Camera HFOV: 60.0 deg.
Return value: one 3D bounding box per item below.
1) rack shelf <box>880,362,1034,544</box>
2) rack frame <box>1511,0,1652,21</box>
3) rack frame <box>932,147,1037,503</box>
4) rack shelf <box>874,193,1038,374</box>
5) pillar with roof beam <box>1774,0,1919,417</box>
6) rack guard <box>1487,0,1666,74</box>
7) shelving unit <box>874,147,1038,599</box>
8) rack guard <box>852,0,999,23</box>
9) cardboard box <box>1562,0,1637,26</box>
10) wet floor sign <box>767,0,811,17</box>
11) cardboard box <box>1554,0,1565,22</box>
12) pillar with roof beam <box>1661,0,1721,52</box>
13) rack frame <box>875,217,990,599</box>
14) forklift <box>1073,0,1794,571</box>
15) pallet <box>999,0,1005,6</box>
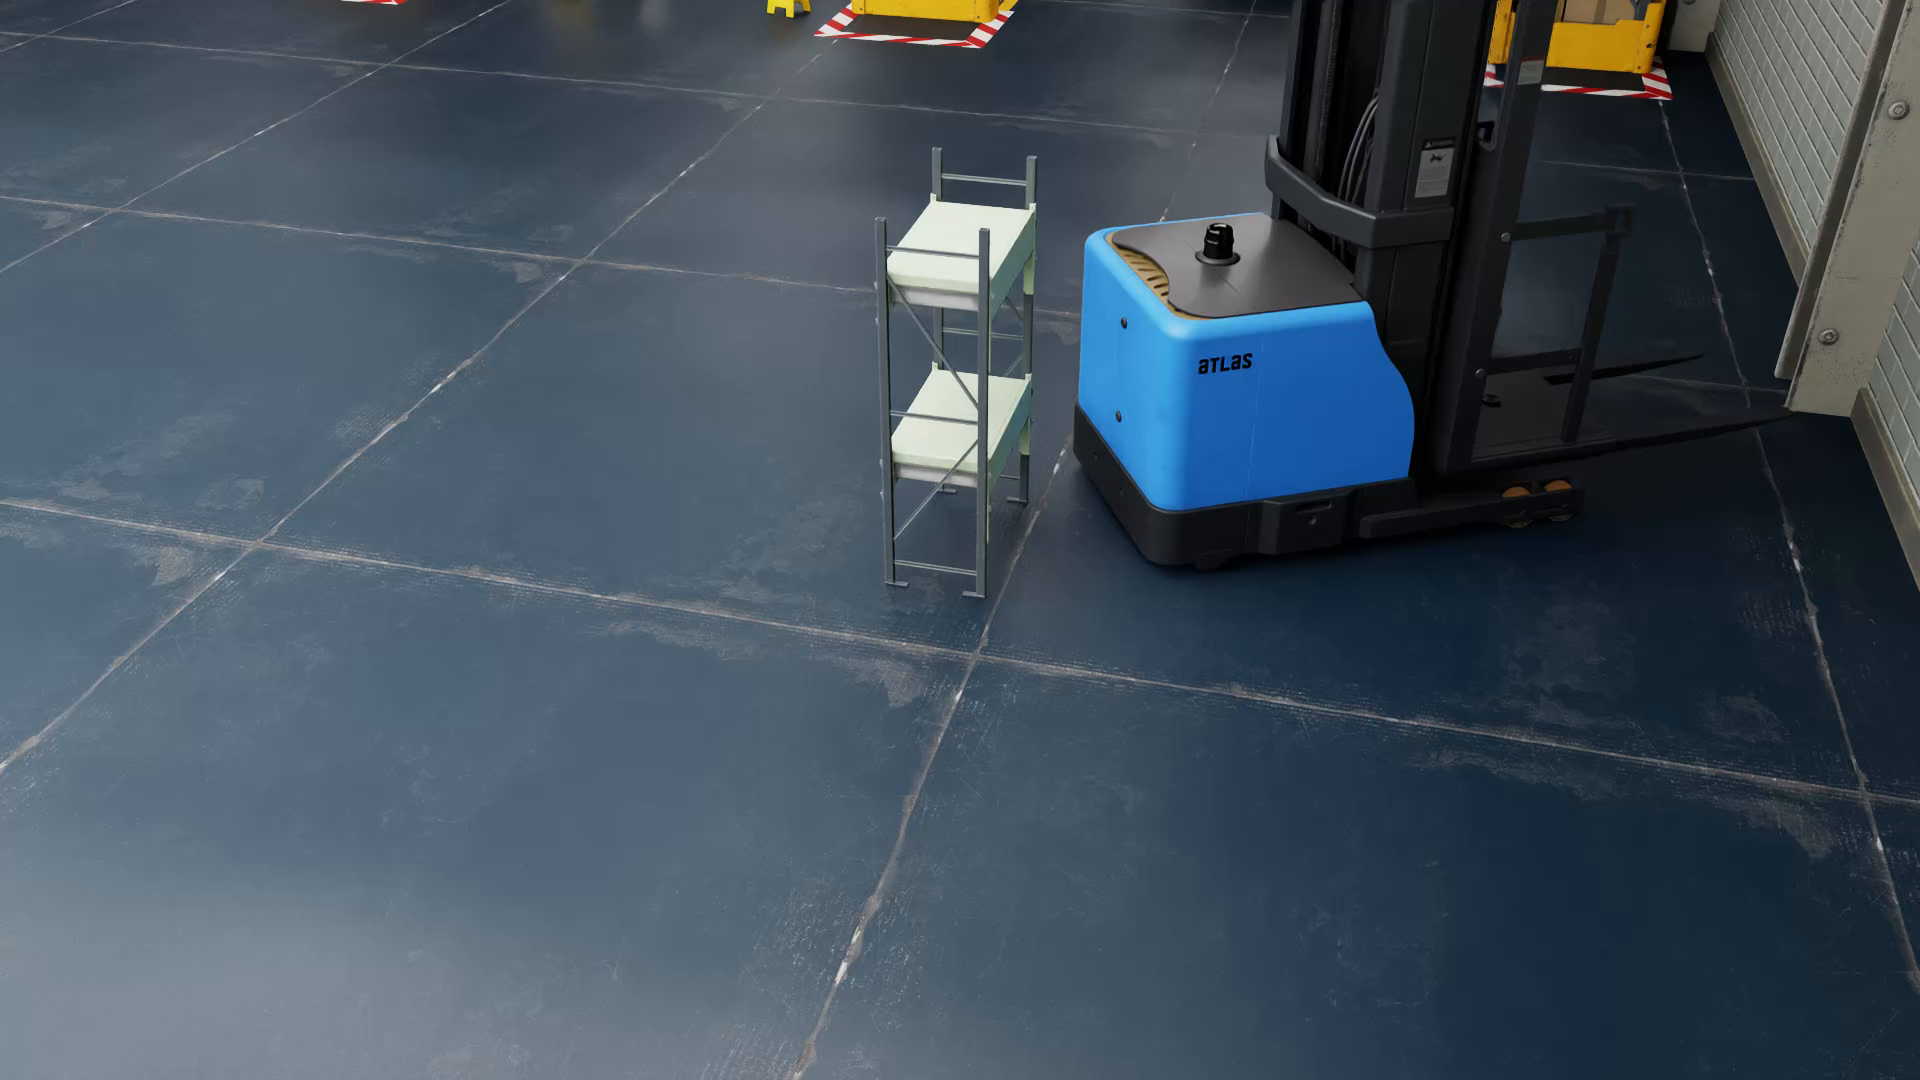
[{"bbox_3d":[-0.002,-0.354,6.517,0.431,0.370,0.720,8,33,12],"label":"rack shelf"},{"bbox_3d":[4.500,-4.826,11.545,1.000,3.000,0.127,8,33,12],"label":"rack frame"},{"bbox_3d":[0.091,-0.819,6.641,0.400,1.500,0.023,8,33,12],"label":"rack frame"},{"bbox_3d":[-0.002,-0.959,6.133,0.431,0.370,0.720,8,33,12],"label":"rack shelf"},{"bbox_3d":[-0.138,-5.068,6.335,9.100,9.000,0.400,8,33,12],"label":"pillar with roof beam"},{"bbox_3d":[4.494,-3.758,12.196,1.175,0.500,0.348,8,33,12],"label":"rack guard"},{"bbox_3d":[-0.002,-0.629,6.342,0.431,1.500,0.755,8,33,12],"label":"shelving unit"},{"bbox_3d":[-0.283,-4.484,13.337,1.175,0.500,0.348,8,33,12],"label":"rack guard"},{"bbox_3d":[4.814,-4.071,12.529,0.500,0.250,0.500,8,33,13],"label":"cardboard box"},{"bbox_3d":[-1.385,-4.553,13.310,0.267,0.644,0.232,20,38,29],"label":"wet floor sign"},{"bbox_3d":[4.314,-4.129,12.621,0.500,0.250,0.500,8,33,13],"label":"cardboard box"},{"bbox_3d":[1.385,-8.182,11.233,9.100,9.000,0.400,8,33,12],"label":"pillar with roof beam"},{"bbox_3d":[-0.095,-0.440,6.043,0.400,1.500,0.023,8,33,12],"label":"rack frame"},{"bbox_3d":[2.066,-1.551,6.457,3.031,2.935,1.130,-8,33,-13],"label":"forklift"},{"bbox_3d":[-0.042,-4.779,14.071,1.003,0.211,1.213,8,33,12],"label":"pallet"}]
